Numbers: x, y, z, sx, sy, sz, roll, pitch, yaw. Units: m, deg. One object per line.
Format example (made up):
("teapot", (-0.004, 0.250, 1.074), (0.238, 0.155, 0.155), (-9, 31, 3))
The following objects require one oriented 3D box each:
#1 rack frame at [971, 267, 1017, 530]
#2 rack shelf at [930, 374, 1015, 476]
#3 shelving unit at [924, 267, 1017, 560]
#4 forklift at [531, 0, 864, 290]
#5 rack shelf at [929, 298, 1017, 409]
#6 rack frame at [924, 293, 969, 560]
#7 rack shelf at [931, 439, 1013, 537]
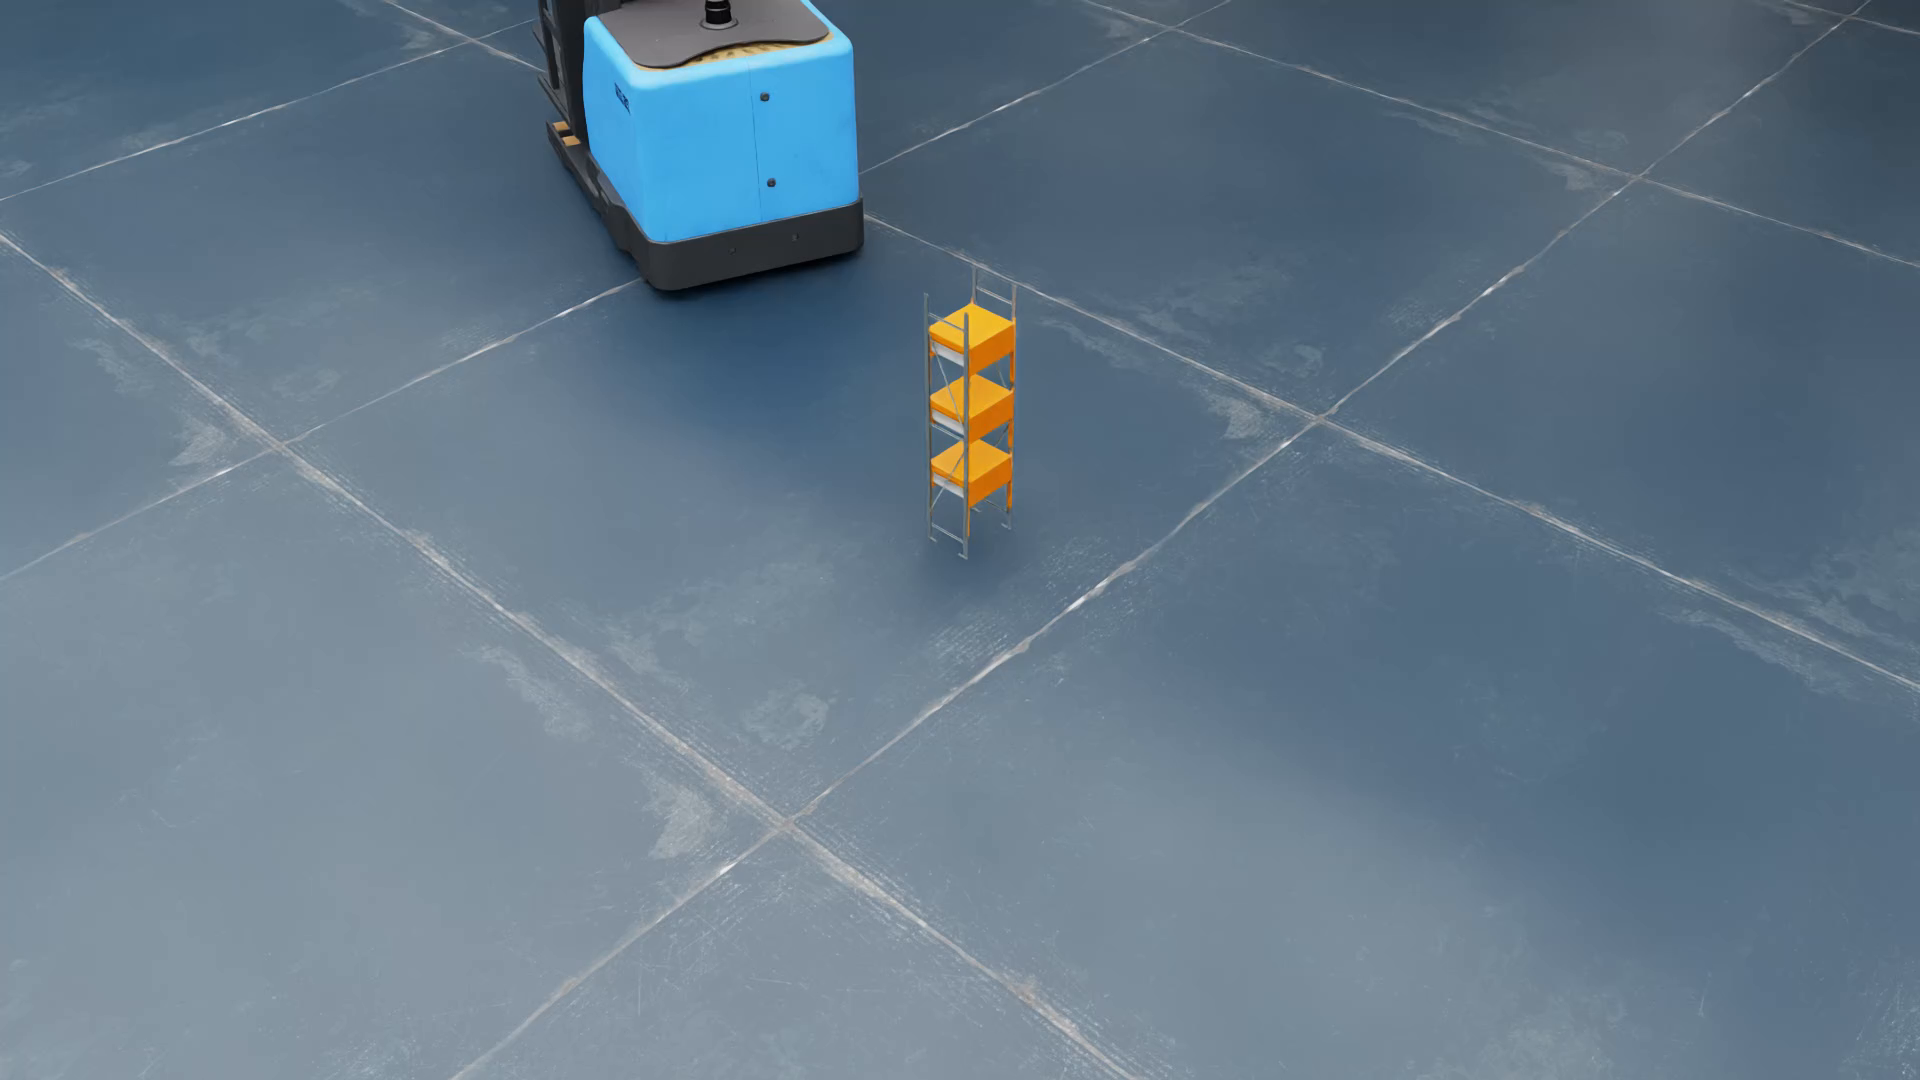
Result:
("rack frame", (0.118, -0.492, 6.025), (0.200, 1.050, 0.008), (30, 47, 32))
("rack shelf", (0.036, -0.427, 5.961), (0.215, 0.259, 0.240), (30, 47, 32))
("shelving unit", (0.036, -0.435, 5.954), (0.215, 1.050, 0.252), (30, 47, 32))
("forklift", (-1.536, -3.194, 7.912), (1.130, 2.935, 3.031), (-16, 41, -19))
("rack shelf", (0.036, -0.649, 5.784), (0.215, 0.259, 0.240), (30, 47, 32))
("rack frame", (-0.046, -0.379, 5.884), (0.200, 1.050, 0.008), (30, 47, 32))
("rack shelf", (0.036, -0.210, 6.134), (0.215, 0.259, 0.240), (30, 47, 32))
